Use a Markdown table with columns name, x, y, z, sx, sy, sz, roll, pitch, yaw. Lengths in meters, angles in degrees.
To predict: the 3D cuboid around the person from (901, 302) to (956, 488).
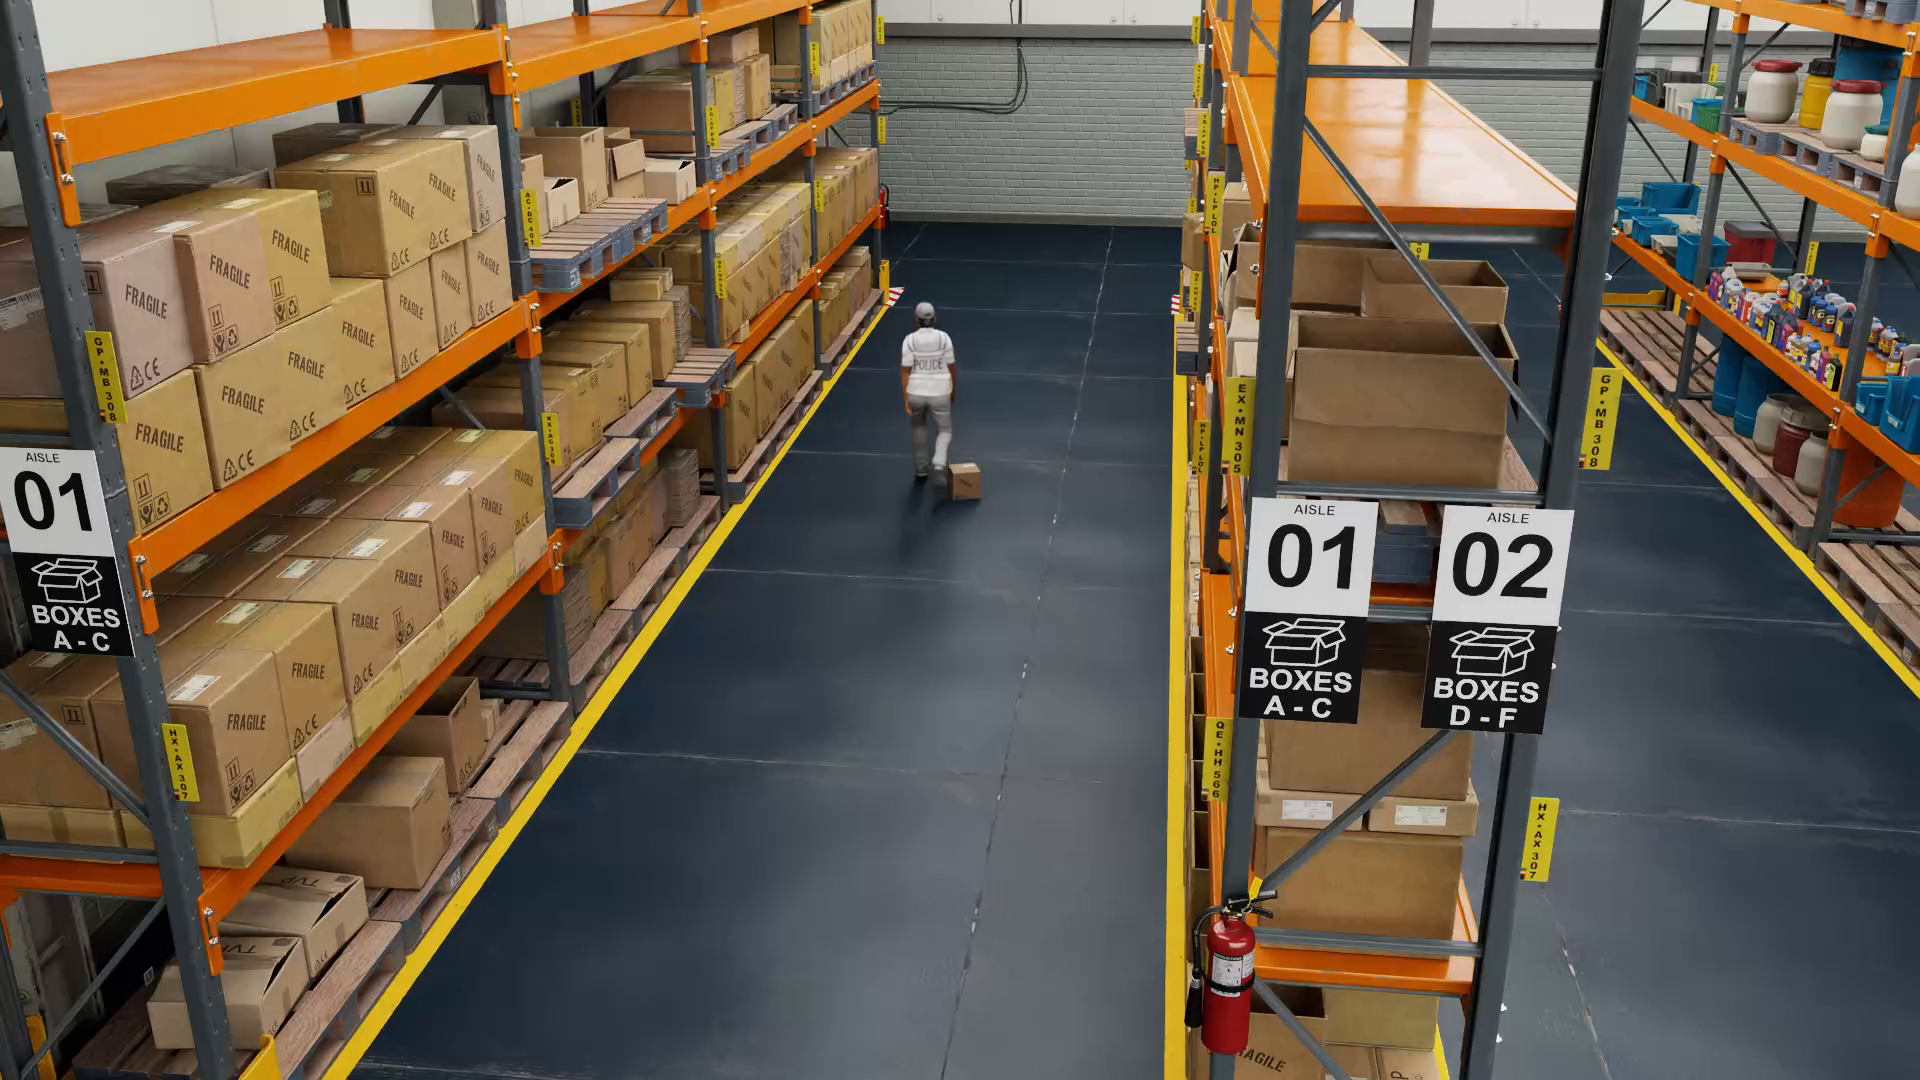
| name | x | y | z | sx | sy | sz | roll | pitch | yaw |
| --- | --- | --- | --- | --- | --- | --- | --- | --- | --- |
| person | -0.281 | -1.279 | 14.719 | 0.480 | 1.624 | 0.851 | 1 | 21 | 3 |
